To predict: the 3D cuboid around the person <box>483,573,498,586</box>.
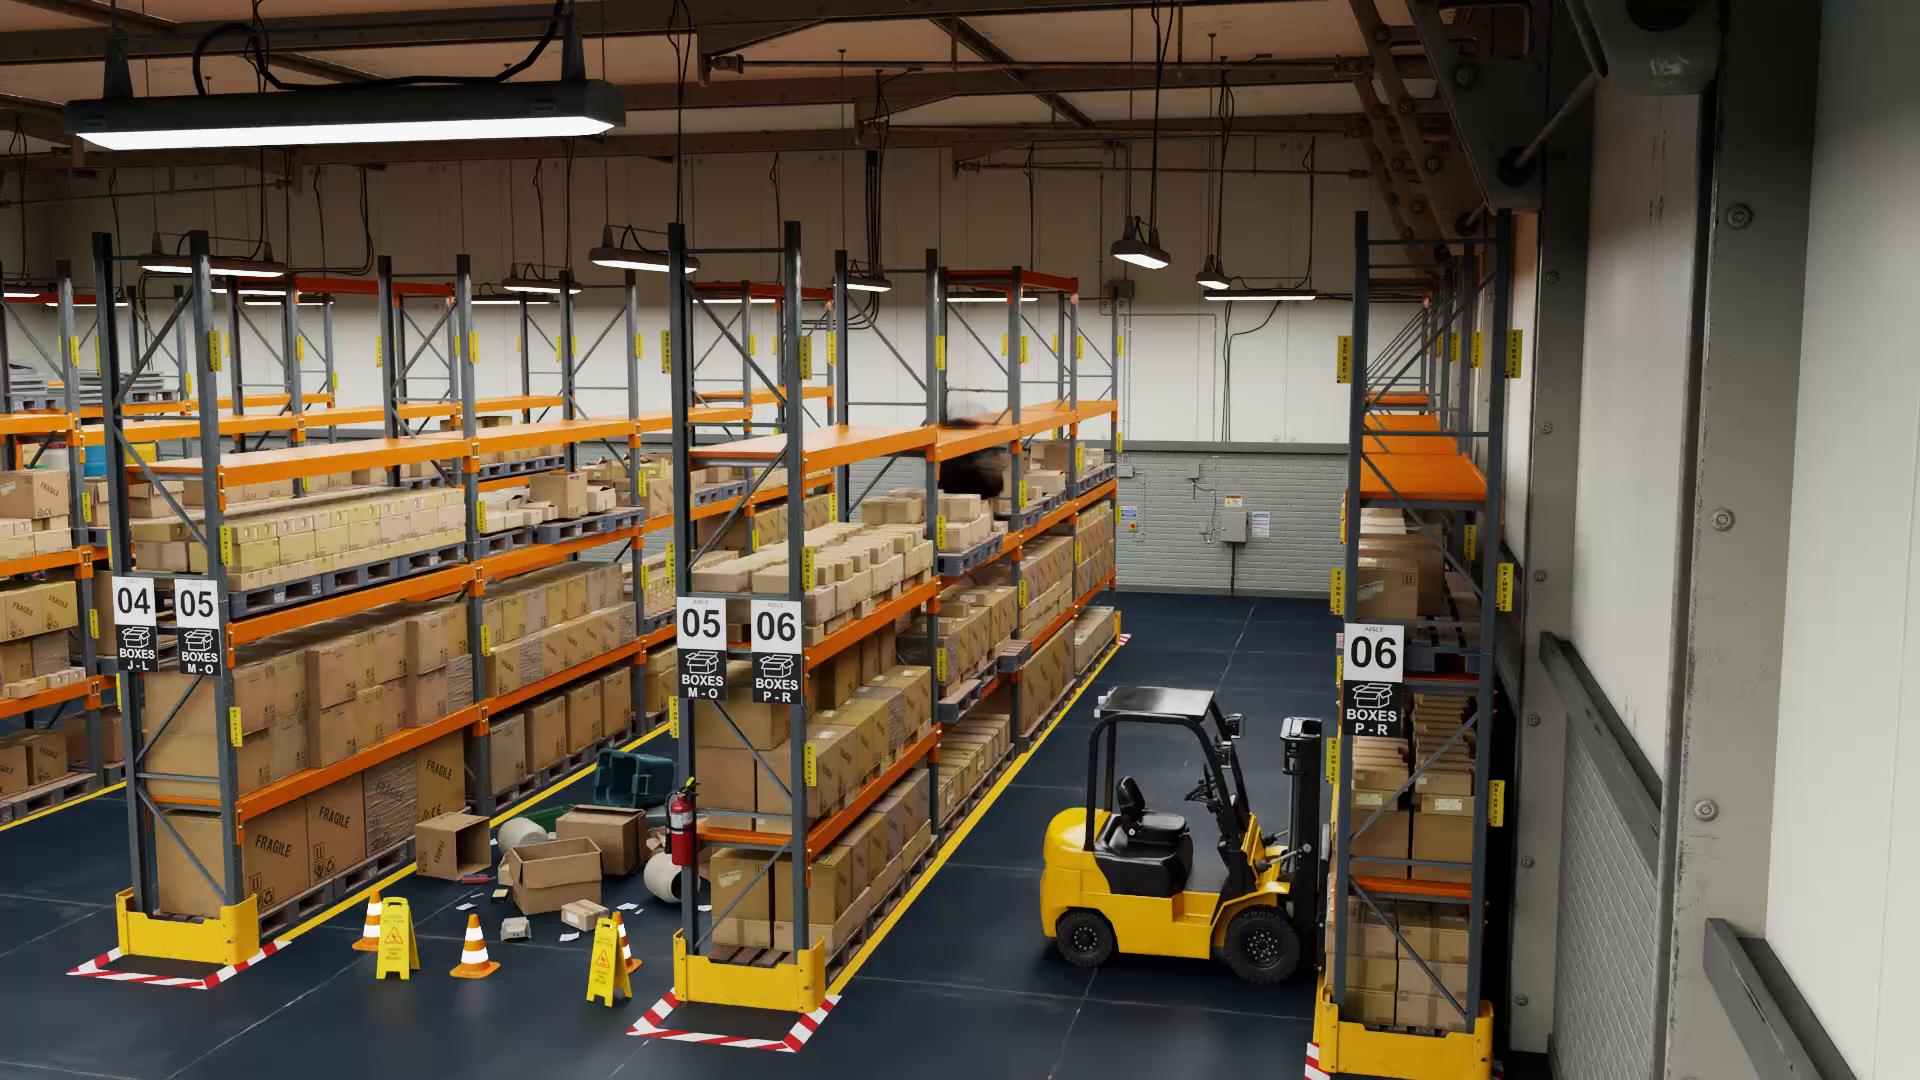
[{"bbox_3d":[-6.960,1.253,24.794,0.618,1.798,0.974,1,7,5],"label":"person"}]
